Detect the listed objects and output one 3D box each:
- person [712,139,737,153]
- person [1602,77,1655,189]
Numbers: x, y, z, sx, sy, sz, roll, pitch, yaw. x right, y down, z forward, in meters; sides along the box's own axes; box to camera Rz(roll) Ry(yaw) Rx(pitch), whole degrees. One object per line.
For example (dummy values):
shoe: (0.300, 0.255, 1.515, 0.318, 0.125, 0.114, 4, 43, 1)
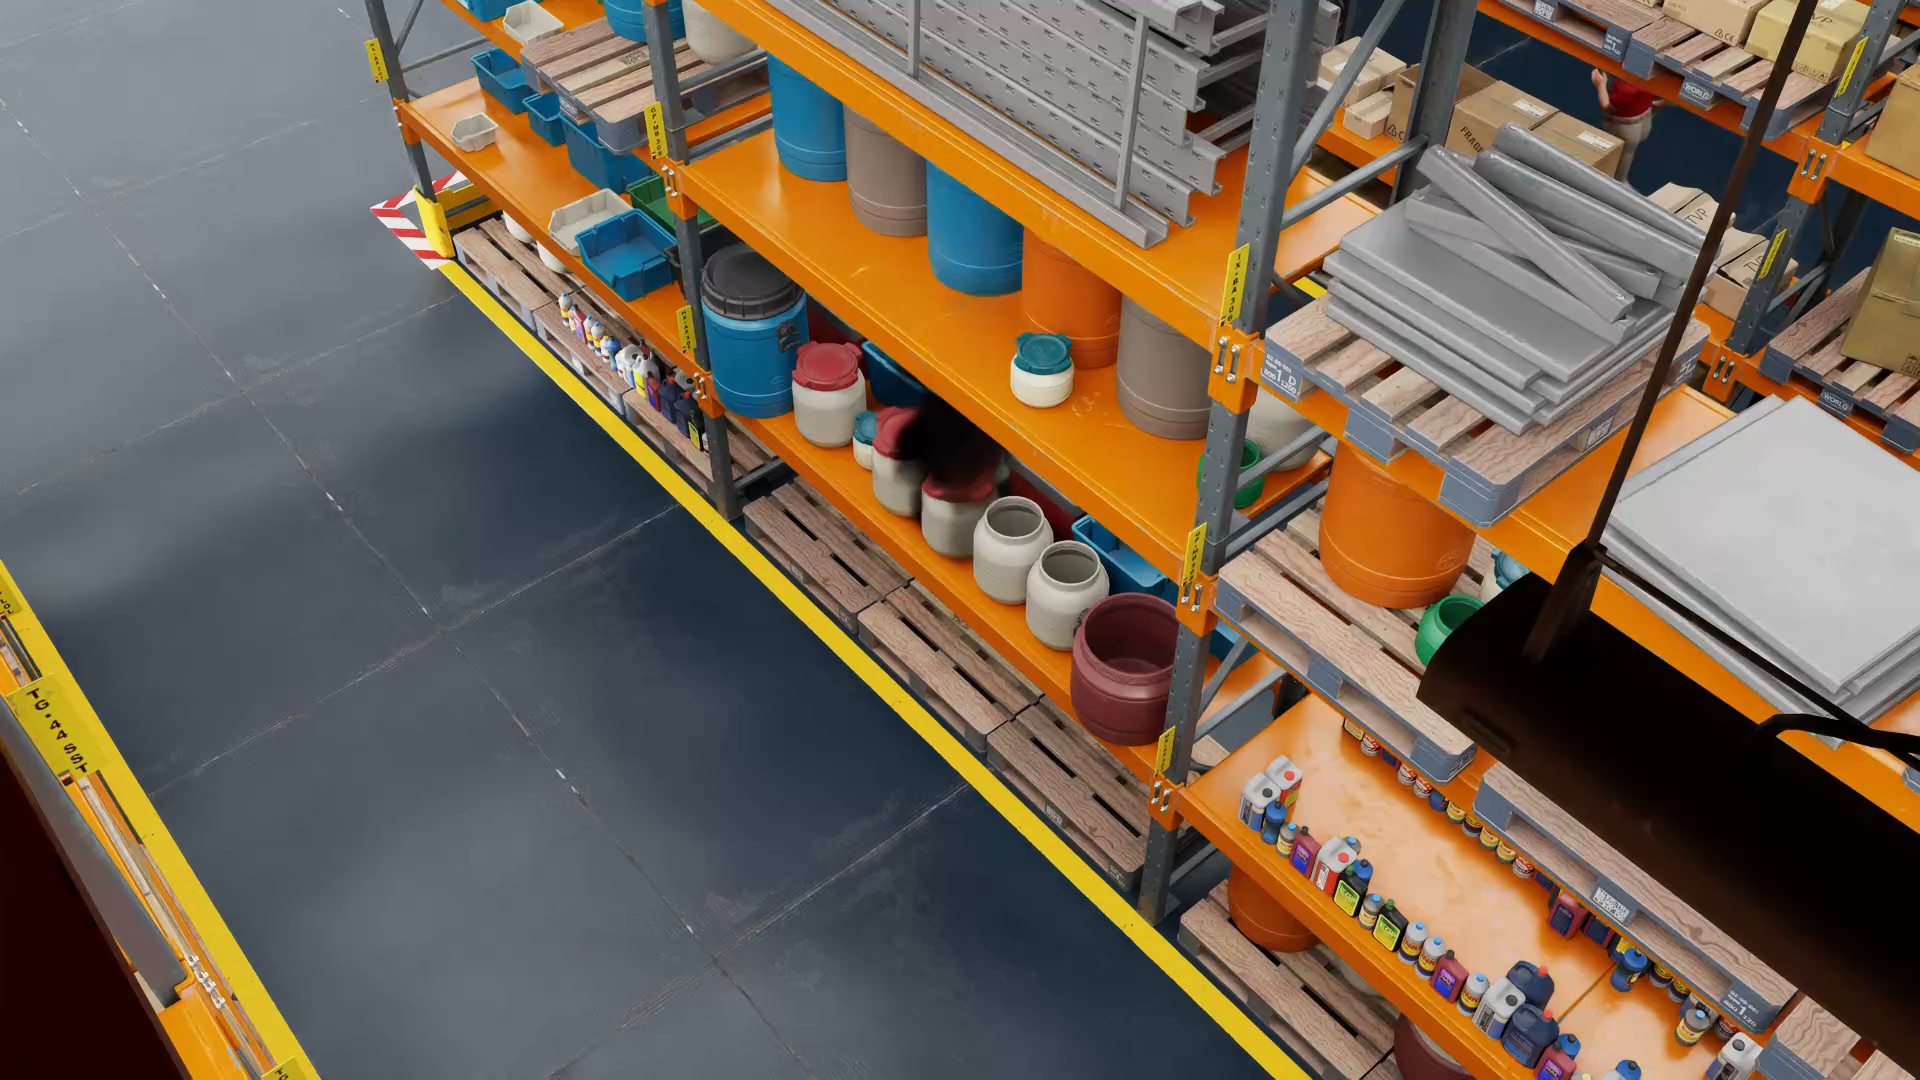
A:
person: (-1.901, -3.393, 13.155, 0.557, 1.575, 0.808, -25, 52, -22)
person: (5.086, -3.067, 12.753, 0.616, 1.705, 0.848, -35, 56, -29)
